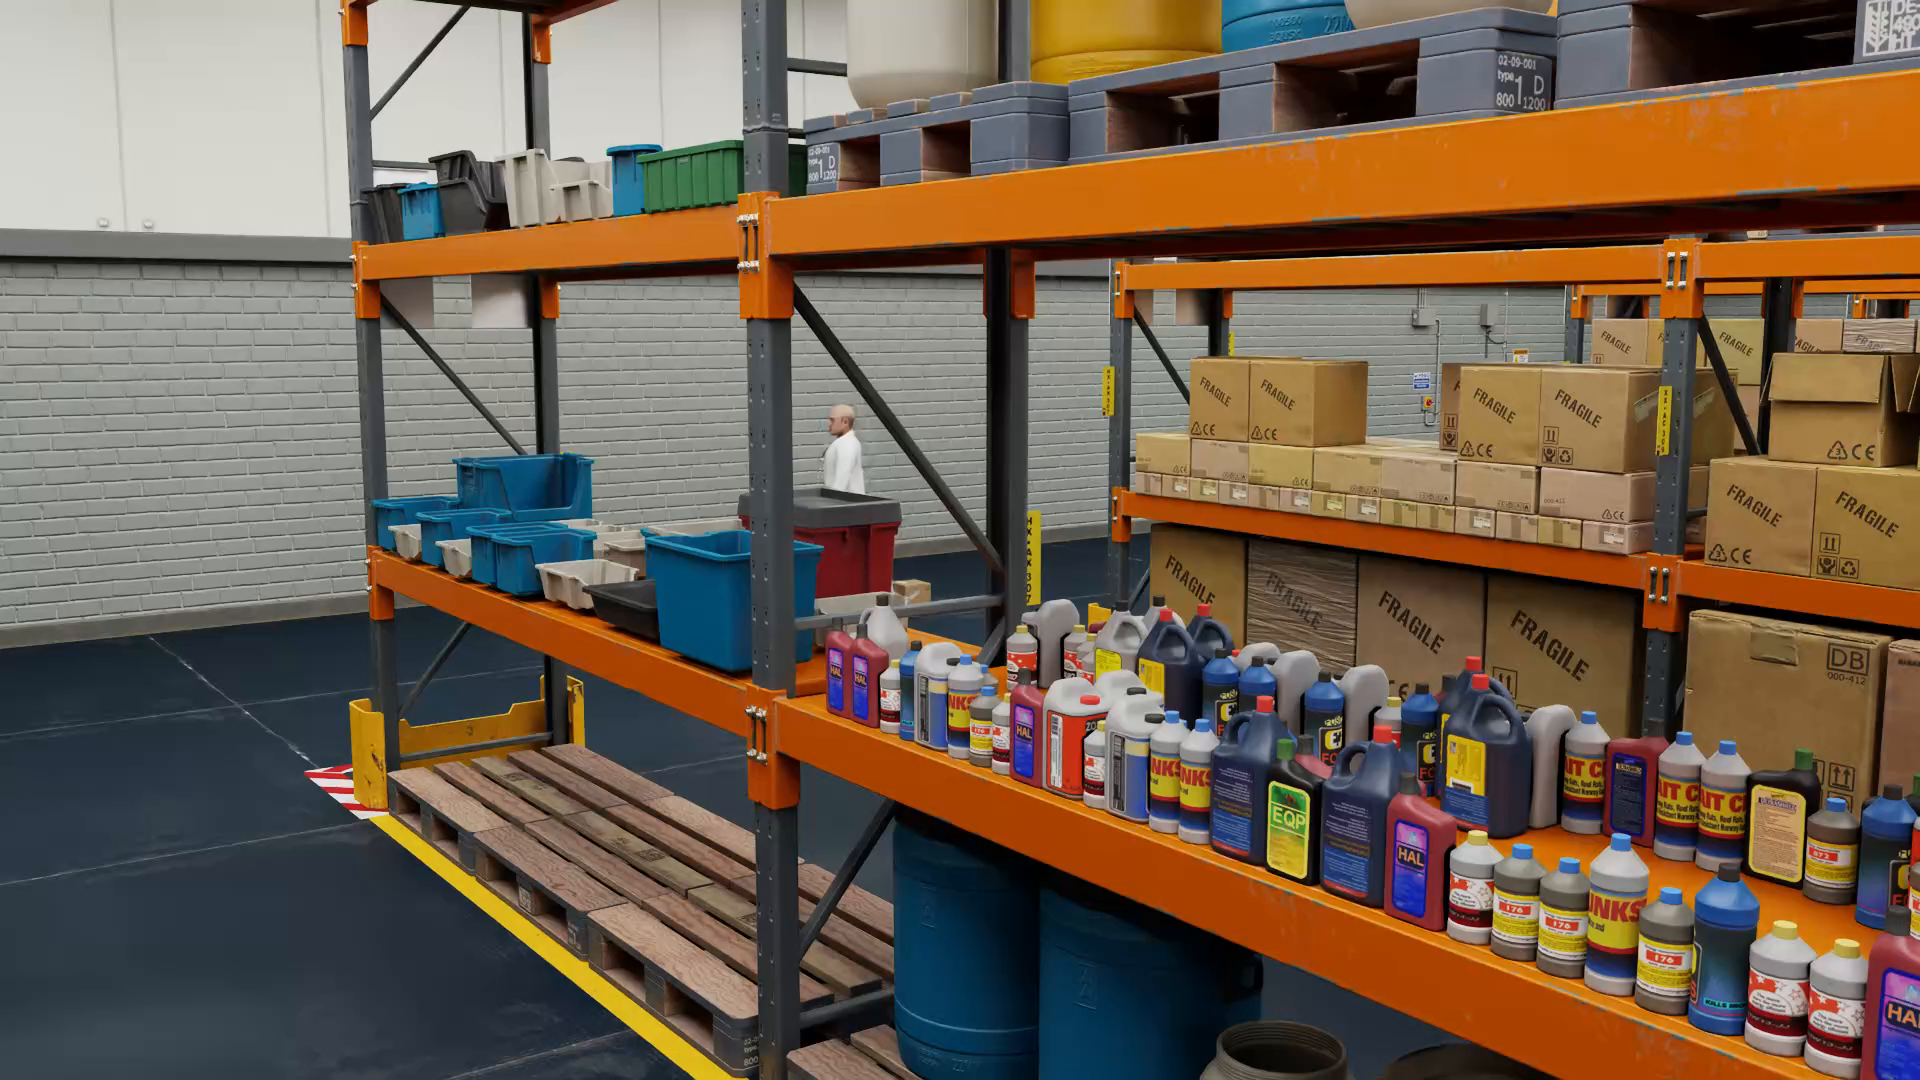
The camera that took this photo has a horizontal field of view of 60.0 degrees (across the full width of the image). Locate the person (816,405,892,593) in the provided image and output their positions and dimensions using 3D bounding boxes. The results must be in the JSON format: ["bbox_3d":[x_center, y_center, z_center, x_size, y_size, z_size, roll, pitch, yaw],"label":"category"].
[{"bbox_3d":[-1.037,-0.172,13.420,1.073,1.622,0.649,-1,8,-8],"label":"person"}]
